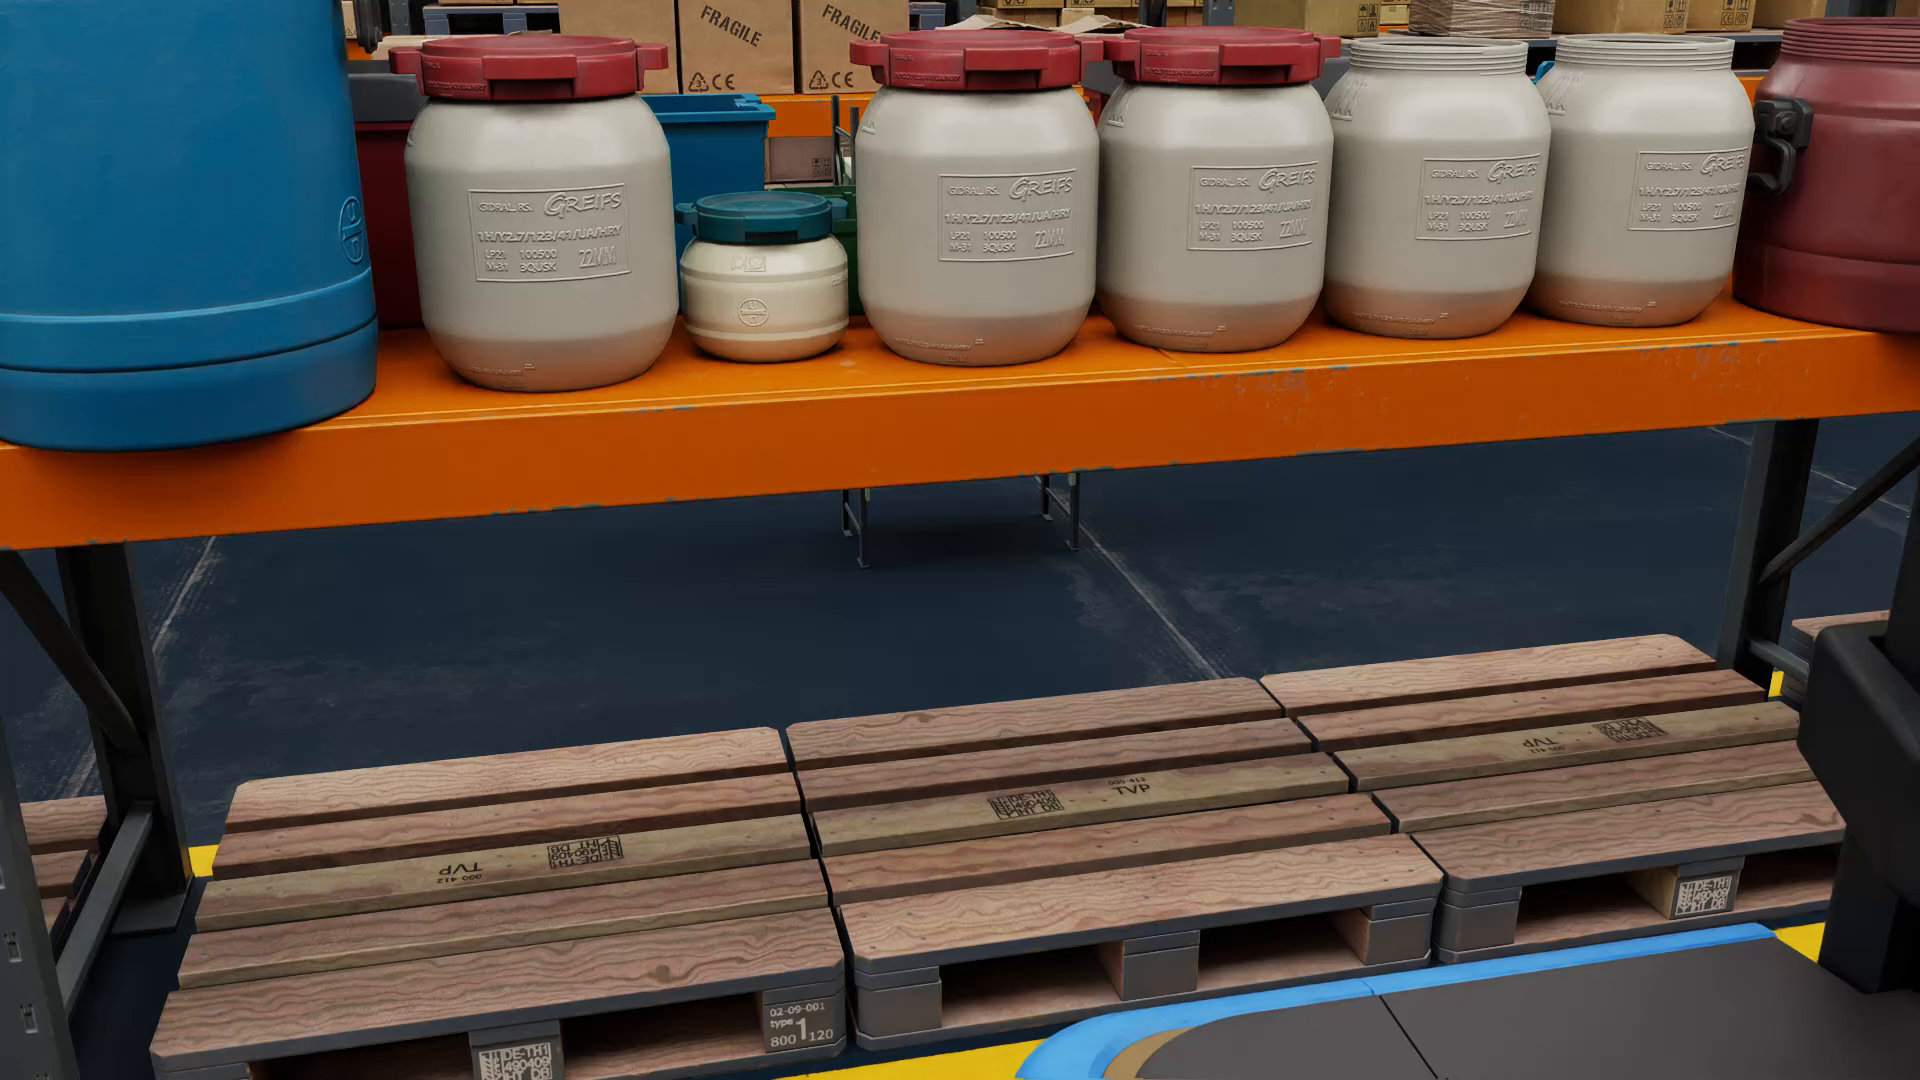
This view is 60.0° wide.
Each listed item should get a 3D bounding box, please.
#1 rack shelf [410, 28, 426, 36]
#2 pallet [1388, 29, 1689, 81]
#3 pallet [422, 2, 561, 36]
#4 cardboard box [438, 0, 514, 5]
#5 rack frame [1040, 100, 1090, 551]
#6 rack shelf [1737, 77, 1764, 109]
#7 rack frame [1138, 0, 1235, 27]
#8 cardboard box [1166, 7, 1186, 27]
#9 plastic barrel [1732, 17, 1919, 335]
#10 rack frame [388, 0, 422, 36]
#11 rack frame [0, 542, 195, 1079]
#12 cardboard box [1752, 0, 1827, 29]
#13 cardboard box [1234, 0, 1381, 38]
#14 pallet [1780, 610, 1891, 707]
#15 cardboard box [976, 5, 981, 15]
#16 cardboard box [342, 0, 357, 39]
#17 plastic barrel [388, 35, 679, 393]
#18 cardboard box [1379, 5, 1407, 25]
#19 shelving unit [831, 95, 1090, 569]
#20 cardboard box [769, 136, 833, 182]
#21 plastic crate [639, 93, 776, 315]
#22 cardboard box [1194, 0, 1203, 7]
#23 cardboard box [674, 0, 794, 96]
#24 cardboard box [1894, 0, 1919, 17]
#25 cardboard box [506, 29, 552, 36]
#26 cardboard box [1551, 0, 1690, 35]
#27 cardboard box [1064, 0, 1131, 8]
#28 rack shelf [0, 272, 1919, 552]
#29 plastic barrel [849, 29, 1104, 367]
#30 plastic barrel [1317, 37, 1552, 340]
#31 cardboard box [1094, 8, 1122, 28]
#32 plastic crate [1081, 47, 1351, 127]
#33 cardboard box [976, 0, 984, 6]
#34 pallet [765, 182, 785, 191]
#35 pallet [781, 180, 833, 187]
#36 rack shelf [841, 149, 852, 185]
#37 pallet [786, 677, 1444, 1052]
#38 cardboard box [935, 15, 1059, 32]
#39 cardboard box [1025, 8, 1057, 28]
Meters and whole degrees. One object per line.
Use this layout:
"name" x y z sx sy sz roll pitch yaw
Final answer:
"rack shelf" -2.000 -3.613 12.362 4.000 0.370 1.077 -5 21 -12
"pallet" 2.982 -2.516 8.602 1.213 0.211 1.003 -5 21 -12
"pallet" -3.169 -3.714 11.872 1.213 0.211 1.003 -5 21 -12
"cardboard box" -3.443 -4.075 11.792 0.500 0.500 0.700 -5 21 -12
"rack frame" 0.350 -0.733 5.634 0.023 1.500 0.400 -5 21 -12
"rack shelf" 3.037 -2.272 8.701 4.000 0.370 1.077 -5 21 -12
"rack frame" 1.090 -2.451 8.145 0.127 3.000 1.000 -5 21 -12
"cardboard box" 1.566 -4.060 12.874 0.250 0.149 0.380 -4 21 -12
"plastic barrel" 1.845 -0.719 3.217 0.708 0.536 0.600 -5 21 -12
"rack frame" -3.946 -3.792 11.806 0.127 3.000 1.000 -5 21 -12
"rack frame" -1.666 -0.476 2.754 0.127 3.000 1.000 -5 21 -12
"cardboard box" 4.470 -3.049 9.022 0.500 0.500 0.700 -13 24 -31
"cardboard box" 1.677 -2.783 8.295 0.500 0.500 0.700 -12 24 -31
"pallet" 2.984 0.440 4.306 1.213 0.211 1.003 -5 21 -12
"cardboard box" 0.205 -4.112 13.015 0.250 0.149 0.380 -4 21 -12
"cardboard box" -4.337 -3.592 11.450 0.500 0.250 0.500 -5 21 -12
"plastic barrel" -0.685 -0.542 2.737 0.433 0.535 0.433 0 20 0
"cardboard box" 3.335 -4.168 13.167 0.250 0.149 0.380 -4 21 -11
"shelving unit" -0.006 -0.704 5.555 0.755 1.500 0.431 -5 21 -12
"cardboard box" -1.270 -3.066 12.817 0.500 0.500 0.700 -5 21 -13
"plastic crate" -0.664 -0.660 3.279 0.575 0.384 0.392 -5 21 -12
"cardboard box" 1.978 -4.379 12.801 0.500 0.500 0.500 -4 21 -11
"cardboard box" -1.051 -2.318 7.637 0.500 0.500 0.500 -5 21 -12
"cardboard box" 5.410 -2.940 9.335 0.500 0.500 0.500 -4 21 -12
"cardboard box" -1.989 -2.202 7.662 0.258 0.266 0.396 -5 21 -14
"cardboard box" 3.278 -2.851 8.482 0.500 0.500 0.700 -10 23 -26
"cardboard box" 0.990 -4.296 12.575 0.500 0.500 0.500 -4 20 -11
"rack shelf" 0.280 -0.297 3.309 4.000 0.370 1.077 -5 21 -12
"plastic barrel" 0.029 -0.600 2.895 0.433 0.535 0.433 0 20 0
"plastic barrel" 0.865 -0.659 3.090 0.421 0.512 0.421 0 20 0
"cardboard box" 1.062 -4.020 12.764 0.250 0.149 0.380 -5 21 -13
"plastic crate" 0.583 -0.797 3.537 0.583 0.464 0.402 -5 21 -12
"cardboard box" 0.346 -4.431 12.942 0.500 0.500 0.500 -5 21 -12
"pallet" -1.999 -2.643 12.723 1.213 0.211 1.003 -5 21 -12
"pallet" -0.814 -2.738 12.983 1.213 0.211 1.003 -5 21 -12
"rack shelf" -0.006 -1.070 5.421 0.720 0.370 0.431 -5 21 -12
"pallet" 0.279 0.660 3.705 1.213 0.211 1.003 -5 21 -12
"cardboard box" 0.175 -2.403 8.144 0.500 0.311 0.500 -5 21 -13
"cardboard box" 0.568 -3.966 12.617 0.250 0.149 0.380 -4 21 -12
